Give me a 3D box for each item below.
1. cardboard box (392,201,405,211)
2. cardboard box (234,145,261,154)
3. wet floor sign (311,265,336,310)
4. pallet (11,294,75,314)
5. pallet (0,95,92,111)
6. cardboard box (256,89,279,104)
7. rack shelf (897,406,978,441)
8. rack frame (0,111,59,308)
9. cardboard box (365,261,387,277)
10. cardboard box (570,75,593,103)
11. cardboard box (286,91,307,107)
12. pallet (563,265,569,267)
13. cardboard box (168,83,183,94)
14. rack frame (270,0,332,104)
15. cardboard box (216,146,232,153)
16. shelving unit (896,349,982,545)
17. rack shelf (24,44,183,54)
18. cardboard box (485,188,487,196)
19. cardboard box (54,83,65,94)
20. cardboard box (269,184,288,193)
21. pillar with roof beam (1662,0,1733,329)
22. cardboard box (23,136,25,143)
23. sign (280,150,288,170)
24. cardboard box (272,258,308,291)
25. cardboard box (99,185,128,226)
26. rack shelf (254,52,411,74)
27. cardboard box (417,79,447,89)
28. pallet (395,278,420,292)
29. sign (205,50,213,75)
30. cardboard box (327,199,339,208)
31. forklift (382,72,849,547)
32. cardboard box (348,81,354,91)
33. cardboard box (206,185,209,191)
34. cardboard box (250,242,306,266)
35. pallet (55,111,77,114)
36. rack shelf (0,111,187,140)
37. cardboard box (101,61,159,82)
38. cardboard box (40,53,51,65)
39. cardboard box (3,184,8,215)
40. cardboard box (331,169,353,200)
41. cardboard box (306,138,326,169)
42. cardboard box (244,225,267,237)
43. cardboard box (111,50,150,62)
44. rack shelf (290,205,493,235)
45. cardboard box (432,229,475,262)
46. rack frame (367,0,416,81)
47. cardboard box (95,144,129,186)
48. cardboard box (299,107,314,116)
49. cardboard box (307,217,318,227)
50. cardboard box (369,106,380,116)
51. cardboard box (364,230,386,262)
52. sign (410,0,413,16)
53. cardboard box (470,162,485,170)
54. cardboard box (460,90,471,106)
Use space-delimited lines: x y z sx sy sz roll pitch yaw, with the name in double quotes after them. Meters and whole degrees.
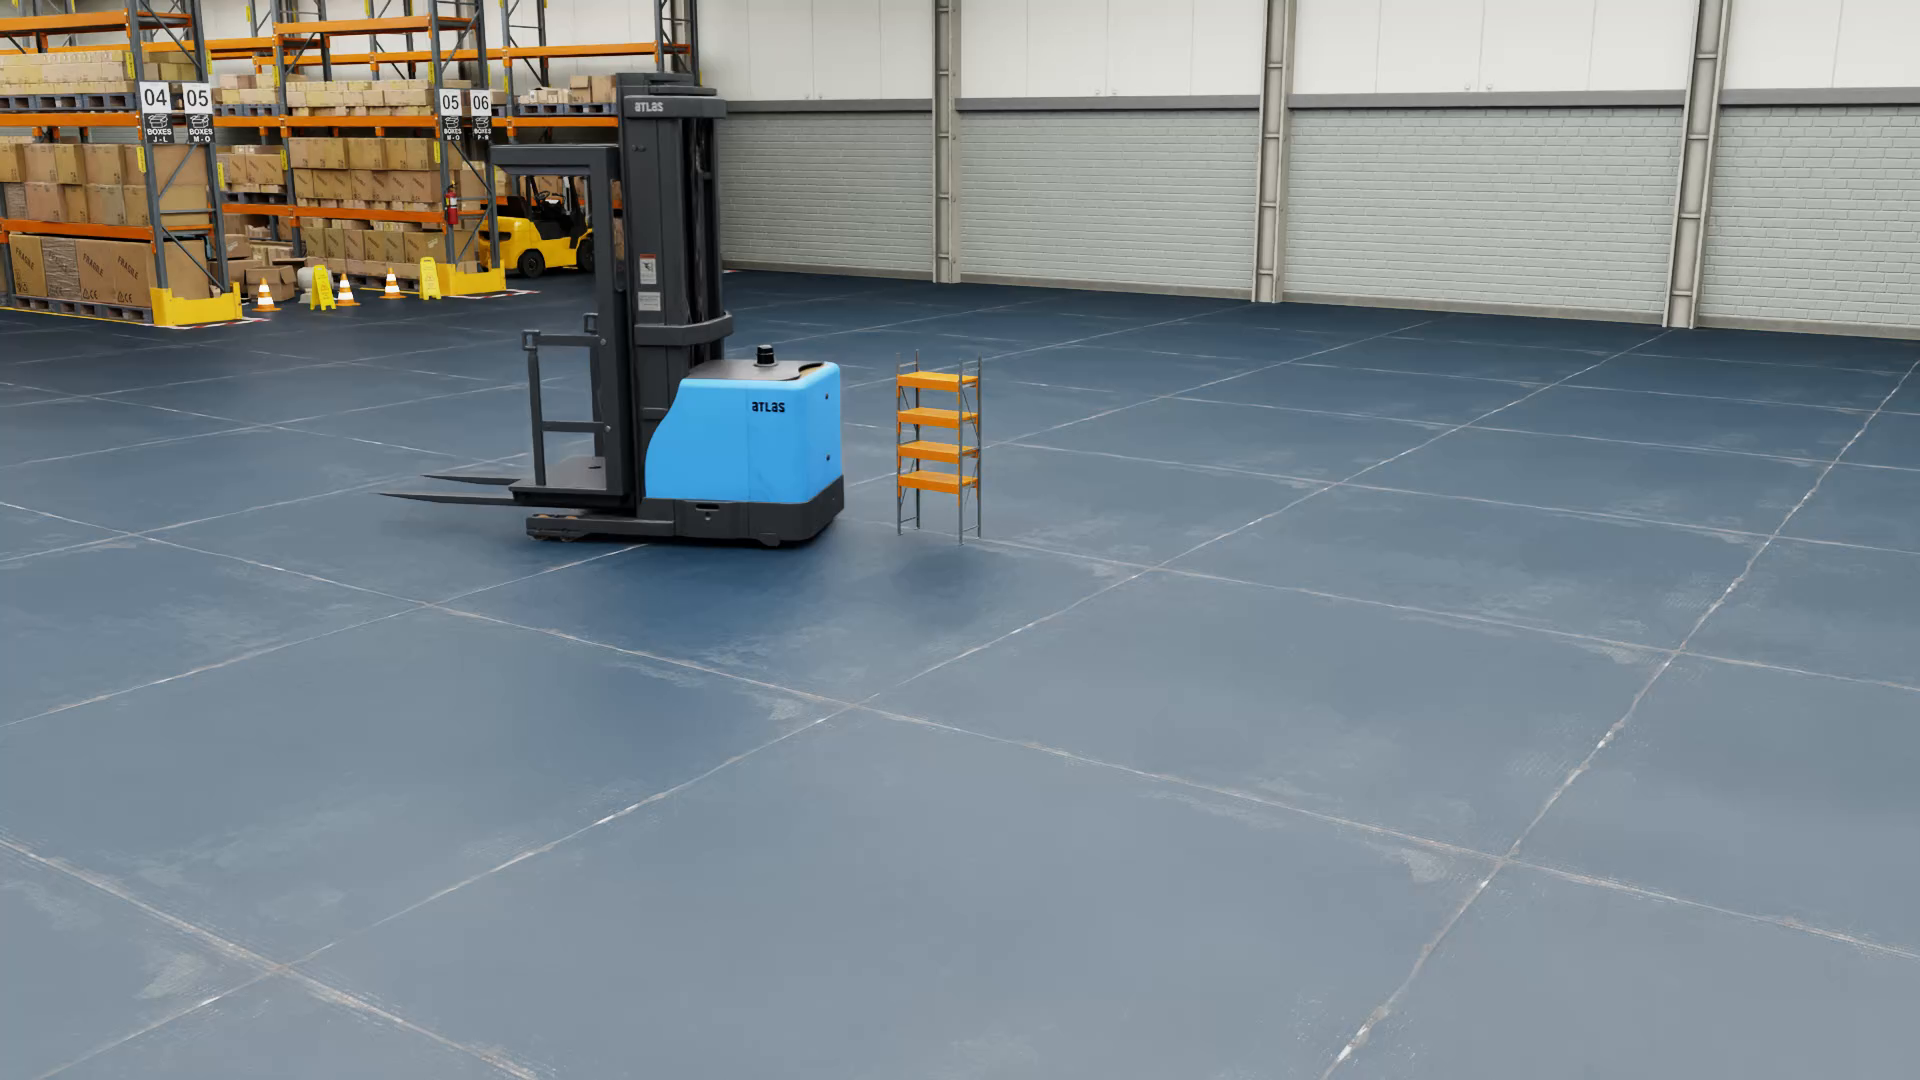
-9.029 -5.456 27.144 0.250 0.149 0.380 10 17 34 "cardboard box"
-12.544 -6.878 29.316 0.250 0.149 0.380 8 16 30 "cardboard box"
-9.446 -3.739 24.585 0.232 0.644 0.267 6 15 23 "wet floor sign"
-13.307 -3.556 24.750 1.213 0.211 1.003 9 17 33 "pallet"
-13.221 -6.329 24.089 1.213 0.211 1.003 9 17 33 "pallet"
-11.781 -7.665 28.739 0.500 0.250 0.500 9 16 32 "cardboard box"
-0.137 -0.756 10.731 0.480 0.148 0.258 9 17 33 "rack shelf"
-13.894 -5.027 24.890 0.127 3.000 1.000 9 17 33 "rack frame"
-9.580 -4.556 27.832 0.500 0.250 0.500 8 16 31 "cardboard box"
-6.891 -8.494 31.356 0.637 0.503 0.797 10 17 35 "cardboard box"
-11.003 -7.442 28.095 0.500 0.250 0.500 9 16 32 "cardboard box"
-7.812 -5.550 32.802 1.213 0.211 1.003 9 17 33 "pallet"
-10.681 -6.187 22.774 0.250 0.149 0.380 9 17 33 "cardboard box"
-11.215 -8.940 28.211 0.127 3.000 1.000 9 17 33 "rack frame"
-16.935 -8.747 38.050 0.500 0.500 0.500 10 17 34 "cardboard box"
-0.137 -0.605 10.769 0.503 1.200 0.258 9 17 33 "shelving unit"
-16.194 -9.201 31.596 4.000 0.370 1.077 9 17 33 "rack shelf"
-9.433 -7.027 33.280 0.500 0.250 0.500 9 17 32 "cardboard box"
-12.305 -6.259 23.064 0.250 0.149 0.380 9 17 33 "cardboard box"
-11.796 -6.124 28.968 0.250 0.149 0.380 9 17 34 "cardboard box"
7.329 -6.395 17.928 0.400 9.000 9.100 9 17 33 "pillar with roof beam"
-18.445 -7.984 33.196 0.250 0.149 0.380 10 17 34 "cardboard box"
-11.522 -6.479 28.344 0.005 0.325 0.100 9 17 33 "sign"
-11.086 -4.401 27.555 0.500 0.500 0.500 -4 14 -16 "cardboard box"
-11.377 -4.674 23.150 0.550 0.550 0.875 9 17 33 "cardboard box"
-13.427 -10.192 35.596 4.000 0.370 1.077 9 17 33 "rack shelf"
-8.342 -7.199 26.284 0.250 0.149 0.380 9 17 33 "cardboard box"
-8.614 -4.264 27.610 1.213 0.211 1.003 9 17 33 "pallet"
-10.260 -6.520 22.692 0.005 0.325 0.100 9 17 33 "sign"
-10.471 -5.707 28.156 0.250 0.149 0.380 10 17 35 "cardboard box"
-2.329 -1.532 10.911 3.031 2.935 1.130 2 14 10 "forklift"
-9.800 -7.450 27.297 0.250 0.149 0.380 10 17 34 "cardboard box"
-13.491 -6.417 30.154 0.250 0.149 0.380 10 17 36 "cardboard box"
-12.250 -5.122 29.866 0.625 0.372 0.950 10 17 36 "cardboard box"
-17.065 -8.351 32.471 1.217 0.209 0.805 8 16 31 "pallet"
-12.235 -5.866 23.532 4.000 0.370 1.077 9 17 33 "rack shelf"
-11.137 -6.281 22.322 0.500 0.250 0.500 9 17 34 "cardboard box"
-12.519 -6.680 23.106 0.250 0.149 0.380 9 17 33 "cardboard box"
-14.476 -5.093 24.945 0.500 0.500 0.500 9 17 32 "cardboard box"
-10.167 -5.974 27.885 0.500 0.500 0.500 9 17 32 "cardboard box"
-10.560 -6.531 28.057 0.500 0.500 0.700 9 17 33 "cardboard box"
-16.009 -7.032 37.803 0.258 0.266 0.396 10 17 35 "cardboard box"
-11.044 -6.442 22.144 0.250 0.149 0.380 9 17 33 "cardboard box"
-9.556 -5.411 27.935 4.000 0.370 1.077 9 17 33 "rack shelf"
-8.431 -4.891 27.627 0.500 0.500 0.500 9 16 31 "cardboard box"
-11.767 -10.467 34.378 0.127 3.000 1.000 9 17 33 "rack frame"
-11.369 -5.201 23.031 0.550 0.550 0.875 9 17 33 "cardboard box"
-10.909 -7.225 28.046 0.250 0.149 0.380 9 17 33 "cardboard box"
-13.952 -6.835 36.518 0.500 0.500 0.500 9 16 31 "cardboard box"
-9.395 -6.995 27.119 0.250 0.149 0.380 9 16 31 "cardboard box"
-9.556 -4.919 27.738 0.500 0.500 0.500 9 16 32 "cardboard box"
-11.461 -11.108 34.696 0.005 0.325 0.100 9 17 33 "sign"
-9.546 -7.466 33.184 0.250 0.149 0.380 9 16 31 "cardboard box"
-8.165 -7.140 26.874 0.500 0.250 0.500 9 16 32 "cardboard box"
